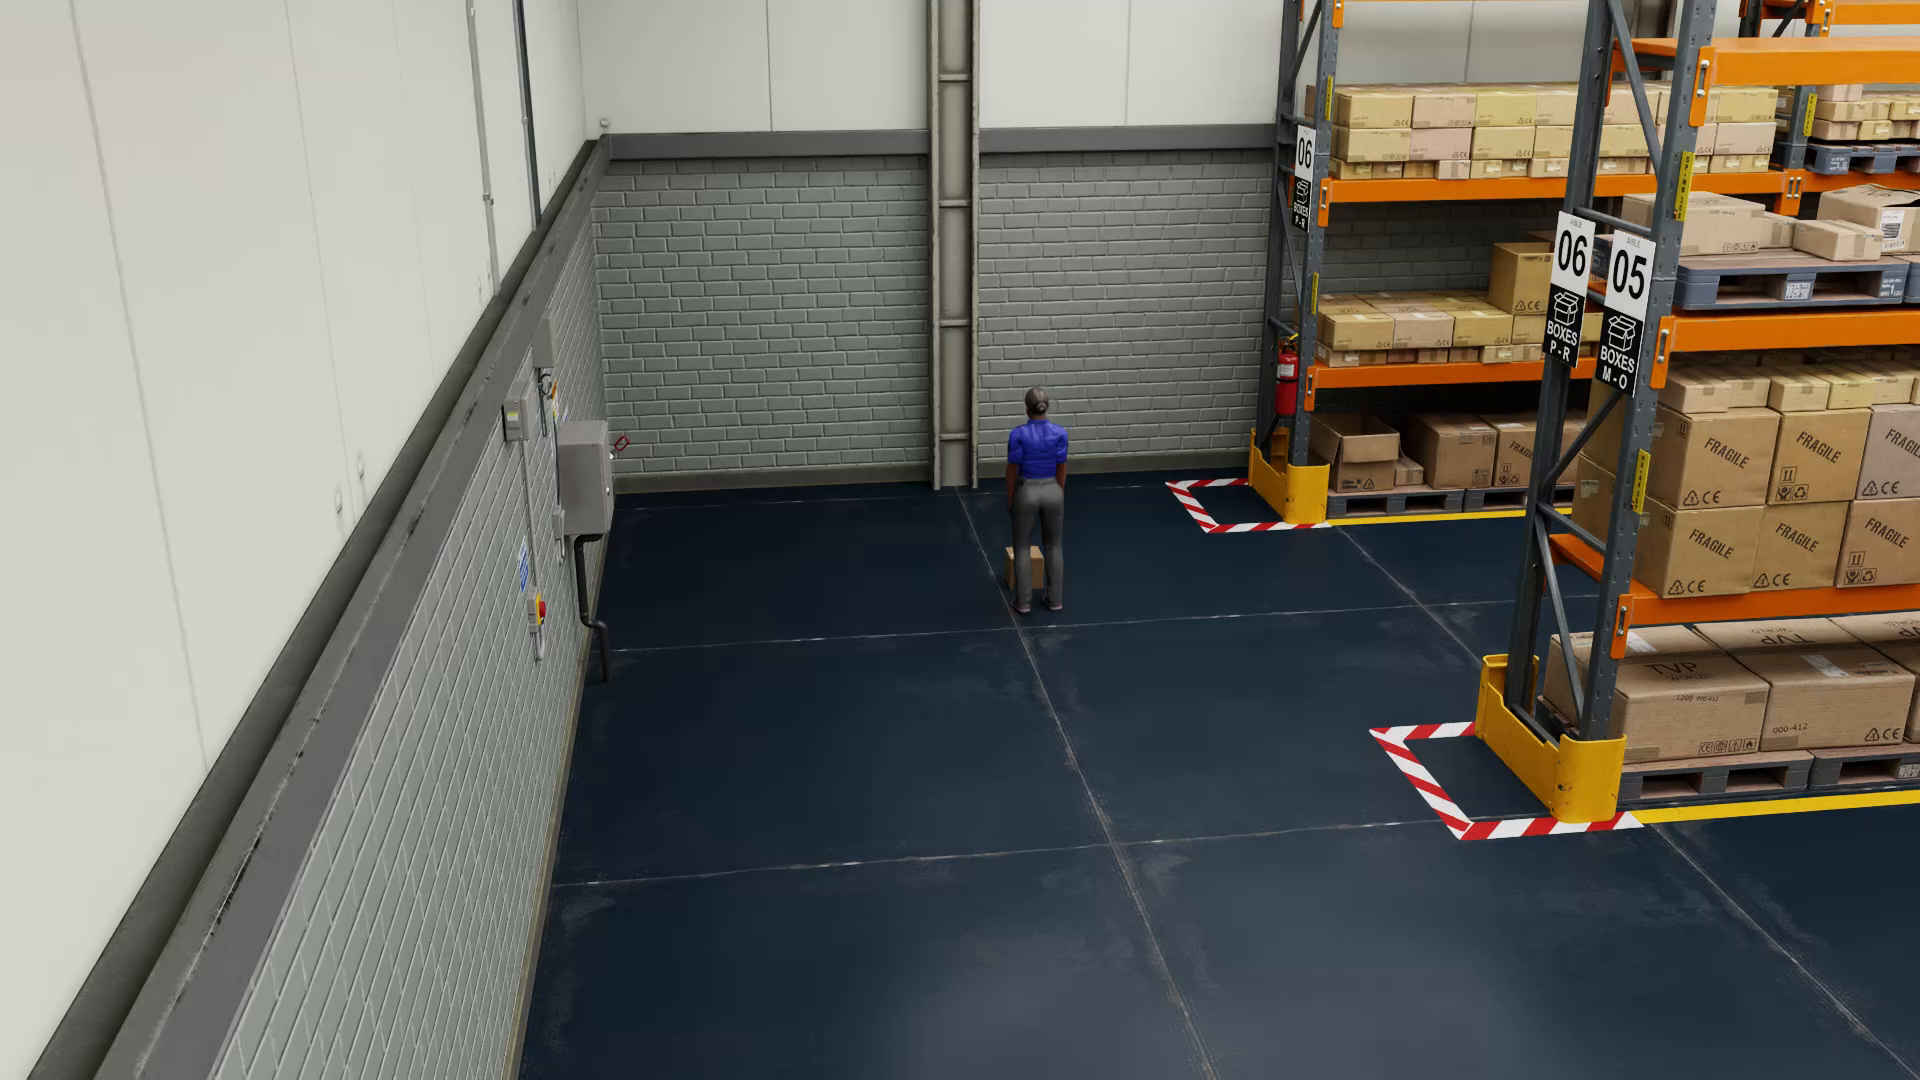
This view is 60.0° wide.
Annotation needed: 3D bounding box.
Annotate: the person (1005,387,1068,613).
[{"bbox_3d":[0.538,-0.285,11.877,0.439,1.653,0.308,-2,20,-7],"label":"person"}]
